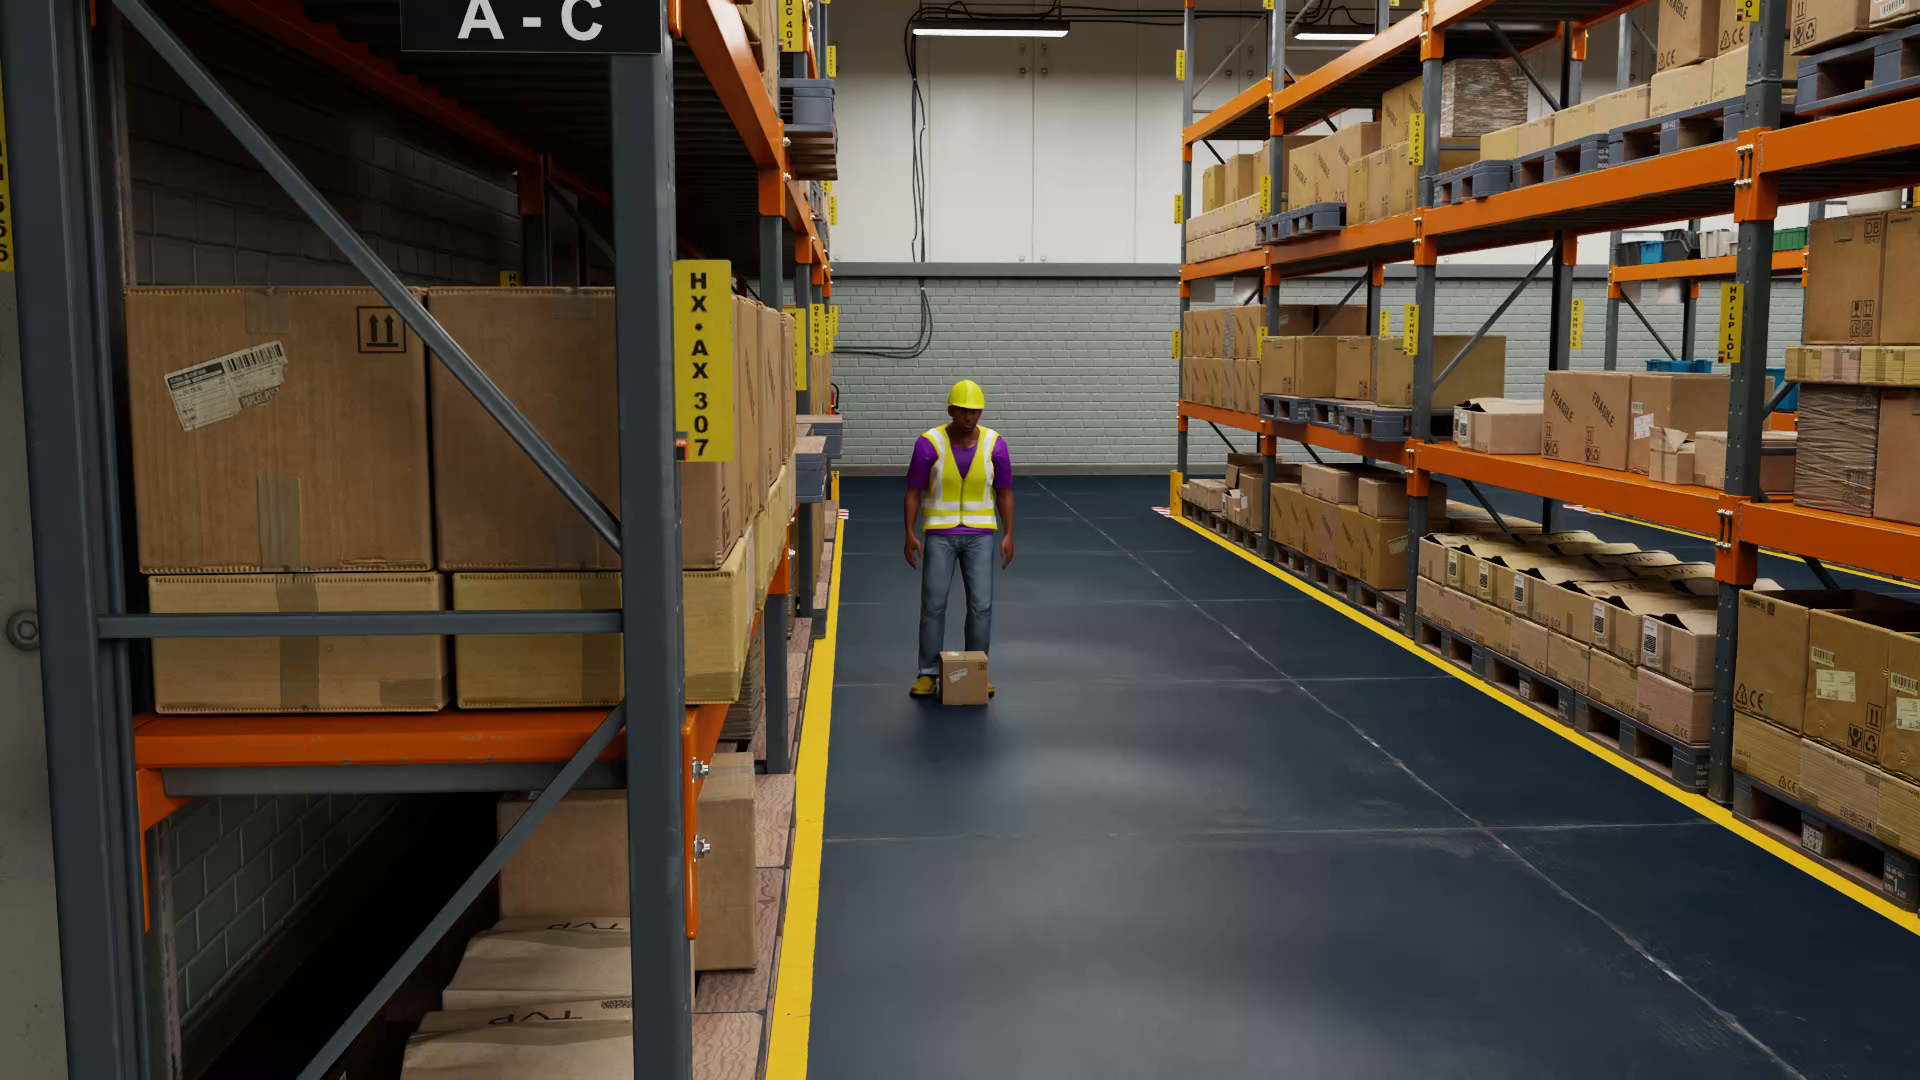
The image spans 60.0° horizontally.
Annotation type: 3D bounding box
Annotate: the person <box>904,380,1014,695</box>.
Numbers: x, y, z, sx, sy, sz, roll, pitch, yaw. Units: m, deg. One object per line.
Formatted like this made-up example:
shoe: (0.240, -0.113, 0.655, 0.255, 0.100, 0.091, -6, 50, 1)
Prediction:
person: (-0.001, -0.015, 9.297, 0.628, 1.759, 0.461, -1, 7, -7)
